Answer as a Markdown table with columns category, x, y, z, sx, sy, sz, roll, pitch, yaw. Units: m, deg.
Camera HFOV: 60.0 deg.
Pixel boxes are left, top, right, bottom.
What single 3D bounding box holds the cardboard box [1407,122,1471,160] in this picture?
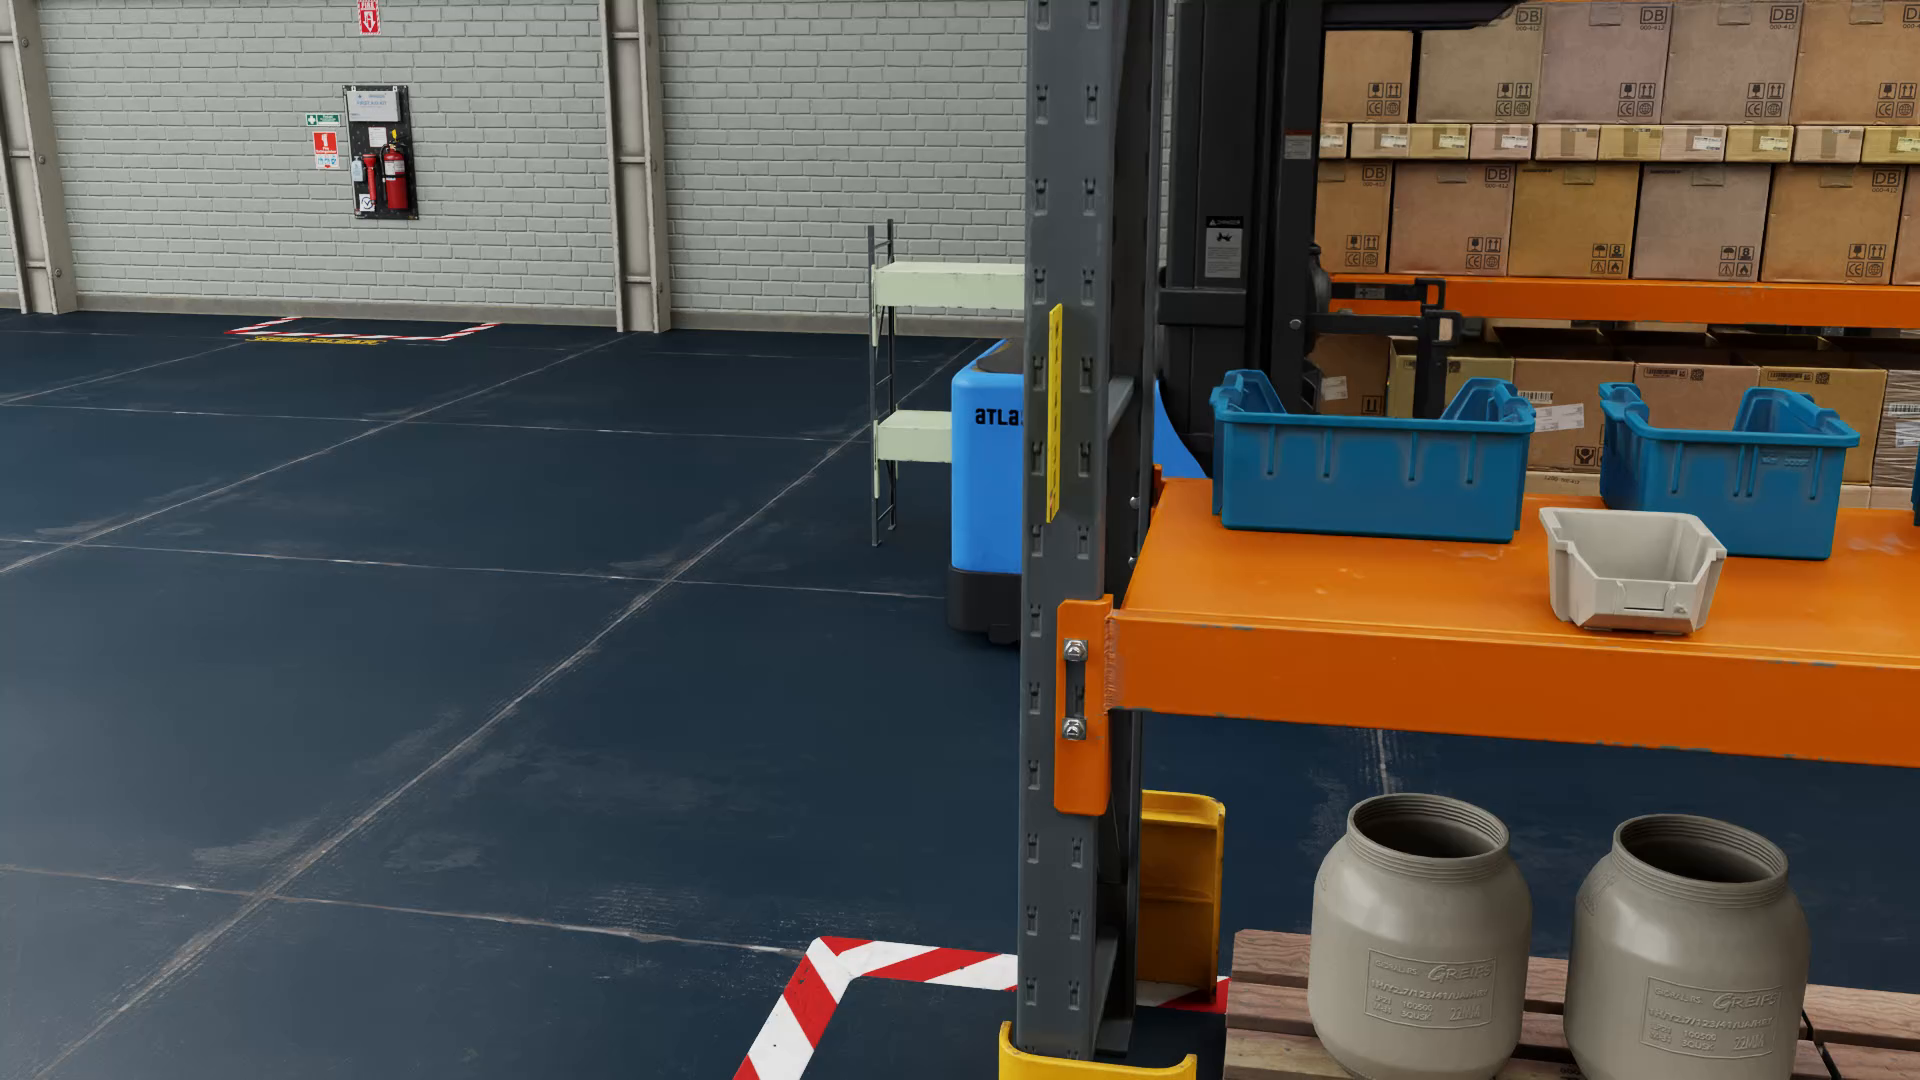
| category | x | y | z | sx | sy | sz | roll | pitch | yaw |
| --- | --- | --- | --- | --- | --- | --- | --- | --- | --- |
| cardboard box | 2.095 | -1.757 | 7.313 | 0.250 | 0.149 | 0.380 | 3 | 16 | 11 |

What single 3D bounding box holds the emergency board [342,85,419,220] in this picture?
| category | x | y | z | sx | sy | sz | roll | pitch | yaw |
| --- | --- | --- | --- | --- | --- | --- | --- | --- | --- |
| emergency board | -5.202 | -3.446 | 14.813 | 0.643 | 1.169 | 0.194 | 3 | 16 | 11 |

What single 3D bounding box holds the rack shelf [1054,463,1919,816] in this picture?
| category | x | y | z | sx | sy | sz | roll | pitch | yaw |
| --- | --- | --- | --- | --- | --- | --- | --- | --- | --- |
| rack shelf | 2.219 | 0.248 | 2.824 | 4.000 | 0.370 | 1.077 | 3 | 16 | 11 |

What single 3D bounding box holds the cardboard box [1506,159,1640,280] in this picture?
| category | x | y | z | sx | sy | sz | roll | pitch | yaw |
| --- | --- | --- | --- | --- | --- | --- | --- | --- | --- |
| cardboard box | 2.706 | -1.466 | 7.477 | 0.500 | 0.500 | 0.700 | 3 | 16 | 11 |

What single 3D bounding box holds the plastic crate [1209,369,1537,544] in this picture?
| category | x | y | z | sx | sy | sz | roll | pitch | yaw |
| --- | --- | --- | --- | --- | --- | --- | --- | --- | --- |
| plastic crate | 0.809 | -0.185 | 3.318 | 0.616 | 0.251 | 0.499 | 3 | 16 | 11 |

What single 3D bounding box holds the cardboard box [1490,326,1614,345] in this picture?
| category | x | y | z | sx | sy | sz | roll | pitch | yaw |
| --- | --- | --- | --- | --- | --- | --- | --- | --- | --- |
| cardboard box | 2.817 | -0.739 | 8.000 | 0.500 | 0.500 | 0.500 | 3 | 16 | 11 |

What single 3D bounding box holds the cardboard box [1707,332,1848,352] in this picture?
| category | x | y | z | sx | sy | sz | roll | pitch | yaw |
| --- | --- | --- | --- | --- | --- | --- | --- | --- | --- |
| cardboard box | 3.798 | -0.686 | 7.808 | 0.500 | 0.500 | 0.500 | 3 | 16 | 11 |

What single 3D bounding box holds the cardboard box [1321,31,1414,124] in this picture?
| category | x | y | z | sx | sy | sz | roll | pitch | yaw |
| --- | --- | --- | --- | --- | --- | --- | --- | --- | --- |
| cardboard box | 1.757 | -2.143 | 7.490 | 0.500 | 0.500 | 0.700 | 3 | 16 | 11 |

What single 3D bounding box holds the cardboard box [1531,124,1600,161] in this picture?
| category | x | y | z | sx | sy | sz | roll | pitch | yaw |
| --- | --- | --- | --- | --- | --- | --- | --- | --- | --- |
| cardboard box | 2.603 | -1.729 | 7.213 | 0.250 | 0.149 | 0.380 | 3 | 16 | 9 |

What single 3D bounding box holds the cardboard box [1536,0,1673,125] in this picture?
| category | x | y | z | sx | sy | sz | roll | pitch | yaw |
| --- | --- | --- | --- | --- | --- | --- | --- | --- | --- |
| cardboard box | 2.767 | -2.089 | 7.299 | 0.500 | 0.500 | 0.700 | 3 | 16 | 11 |

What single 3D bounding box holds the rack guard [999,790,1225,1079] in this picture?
| category | x | y | z | sx | sy | sz | roll | pitch | yaw |
| --- | --- | --- | --- | --- | --- | --- | --- | --- | --- |
| rack guard | 0.343 | 0.992 | 3.475 | 0.348 | 0.500 | 1.175 | 3 | 16 | 11 |

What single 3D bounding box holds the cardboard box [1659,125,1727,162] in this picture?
| category | x | y | z | sx | sy | sz | roll | pitch | yaw |
| --- | --- | --- | --- | --- | --- | --- | --- | --- | --- |
| cardboard box | 3.097 | -1.702 | 7.114 | 0.250 | 0.149 | 0.380 | 3 | 16 | 12 |

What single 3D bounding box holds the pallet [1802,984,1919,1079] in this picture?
| category | x | y | z | sx | sy | sz | roll | pitch | yaw |
| --- | --- | --- | --- | --- | --- | --- | --- | --- | --- |
| pallet | 2.330 | 1.241 | 3.116 | 1.213 | 0.211 | 1.003 | 3 | 16 | 11 |

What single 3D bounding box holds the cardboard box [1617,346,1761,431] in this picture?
| category | x | y | z | sx | sy | sz | roll | pitch | yaw |
| --- | --- | --- | --- | --- | --- | --- | --- | --- | --- |
| cardboard box | 3.200 | -0.572 | 7.396 | 0.500 | 0.500 | 0.500 | 3 | 16 | 11 |

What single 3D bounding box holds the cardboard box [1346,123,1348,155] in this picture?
| category | x | y | z | sx | sy | sz | roll | pitch | yaw |
| --- | --- | --- | --- | --- | --- | --- | --- | --- | --- |
| cardboard box | 1.919 | -1.877 | 7.746 | 0.250 | 0.149 | 0.380 | 4 | 16 | 12 |

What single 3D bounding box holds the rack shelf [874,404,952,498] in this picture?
| category | x | y | z | sx | sy | sz | roll | pitch | yaw |
| --- | --- | --- | --- | --- | --- | --- | --- | --- | --- |
| rack shelf | -0.007 | -0.409 | 7.880 | 0.720 | 0.370 | 0.431 | 3 | 16 | 11 |

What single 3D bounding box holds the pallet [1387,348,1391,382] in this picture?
| category | x | y | z | sx | sy | sz | roll | pitch | yaw |
| --- | --- | --- | --- | --- | --- | --- | --- | --- | --- |
| pallet | 3.097 | -1.396 | 12.636 | 1.213 | 0.211 | 1.003 | 3 | 16 | 11 |

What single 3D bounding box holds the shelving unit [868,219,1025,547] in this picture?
| category | x | y | z | sx | sy | sz | roll | pitch | yaw |
| --- | --- | --- | --- | --- | --- | --- | --- | --- | --- |
| shelving unit | -0.007 | -0.723 | 7.793 | 0.755 | 1.500 | 0.431 | 3 | 16 | 11 |

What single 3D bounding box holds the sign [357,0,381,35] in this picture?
| category | x | y | z | sx | sy | sz | roll | pitch | yaw |
| --- | --- | --- | --- | --- | --- | --- | --- | --- | --- |
| sign | -5.190 | -4.590 | 14.599 | 0.199 | 0.298 | 0.001 | 3 | 16 | 11 |

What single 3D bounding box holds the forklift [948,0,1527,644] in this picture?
| category | x | y | z | sx | sy | sz | roll | pitch | yaw |
| --- | --- | --- | --- | --- | --- | --- | --- | --- | --- |
| forklift | 1.526 | -1.042 | 6.264 | 3.031 | 2.935 | 1.130 | 3 | 16 | 12 |

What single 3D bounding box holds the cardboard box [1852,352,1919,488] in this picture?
| category | x | y | z | sx | sy | sz | roll | pitch | yaw |
| --- | --- | --- | --- | --- | --- | --- | --- | --- | --- |
| cardboard box | 4.184 | -0.523 | 7.221 | 0.500 | 0.500 | 0.500 | 3 | 16 | 11 |

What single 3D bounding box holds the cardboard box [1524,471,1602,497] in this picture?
| category | x | y | z | sx | sy | sz | roll | pitch | yaw |
| --- | --- | --- | --- | --- | --- | --- | --- | --- | --- |
| cardboard box | 2.712 | -0.238 | 7.598 | 0.500 | 0.250 | 0.500 | 3 | 16 | 11 |

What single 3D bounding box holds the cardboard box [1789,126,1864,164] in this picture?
| category | x | y | z | sx | sy | sz | roll | pitch | yaw |
| --- | --- | --- | --- | --- | --- | --- | --- | --- | --- |
| cardboard box | 3.616 | -1.675 | 7.016 | 0.250 | 0.149 | 0.380 | 4 | 16 | 13 |

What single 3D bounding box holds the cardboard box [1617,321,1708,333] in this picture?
| category | x | y | z | sx | sy | sz | roll | pitch | yaw |
| --- | --- | --- | --- | --- | --- | --- | --- | --- | --- |
| cardboard box | 5.128 | -1.636 | 12.136 | 0.500 | 0.500 | 0.500 | 2 | 16 | 7 |

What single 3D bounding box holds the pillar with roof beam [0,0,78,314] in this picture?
| category | x | y | z | sx | sy | sz | roll | pitch | yaw |
| --- | --- | --- | --- | --- | --- | --- | --- | --- | --- |
| pillar with roof beam | -9.526 | -5.389 | 10.588 | 0.400 | 9.000 | 9.100 | 3 | 16 | 11 |

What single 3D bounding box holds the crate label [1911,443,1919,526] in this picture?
| category | x | y | z | sx | sy | sz | roll | pitch | yaw |
| --- | --- | --- | --- | --- | --- | --- | --- | --- | --- |
| crate label | 2.117 | -0.195 | 3.009 | 0.616 | 0.435 | 0.502 | 3 | 16 | 11 |

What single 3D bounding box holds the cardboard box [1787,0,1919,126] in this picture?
| category | x | y | z | sx | sy | sz | roll | pitch | yaw |
| --- | --- | --- | --- | --- | --- | --- | --- | --- | --- |
| cardboard box | 3.747 | -2.036 | 7.106 | 0.500 | 0.500 | 0.700 | 3 | 16 | 11 |

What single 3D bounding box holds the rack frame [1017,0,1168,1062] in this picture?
| category | x | y | z | sx | sy | sz | roll | pitch | yaw |
| --- | --- | --- | --- | --- | --- | --- | --- | --- | --- |
| rack frame | 0.259 | -0.205 | 3.112 | 0.127 | 3.000 | 1.000 | 3 | 16 | 11 |

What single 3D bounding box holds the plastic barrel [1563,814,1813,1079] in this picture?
| category | x | y | z | sx | sy | sz | roll | pitch | yaw |
| --- | --- | --- | --- | --- | --- | --- | --- | --- | --- |
| plastic barrel | 1.410 | 0.834 | 3.237 | 0.421 | 0.512 | 0.421 | 0 | 15 | 0 |

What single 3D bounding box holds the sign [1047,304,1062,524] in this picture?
| category | x | y | z | sx | sy | sz | roll | pitch | yaw |
| --- | --- | --- | --- | --- | --- | --- | --- | --- | --- |
| sign | 0.145 | -0.194 | 2.556 | 0.005 | 0.325 | 0.100 | 3 | 16 | 11 |

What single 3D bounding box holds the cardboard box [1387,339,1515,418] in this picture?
| category | x | y | z | sx | sy | sz | roll | pitch | yaw |
| --- | --- | --- | --- | --- | --- | --- | --- | --- | --- |
| cardboard box | 2.221 | -0.626 | 7.592 | 0.500 | 0.500 | 0.500 | 3 | 16 | 11 |

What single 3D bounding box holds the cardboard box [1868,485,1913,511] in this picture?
| category | x | y | z | sx | sy | sz | roll | pitch | yaw |
| --- | --- | --- | --- | --- | --- | --- | --- | --- | --- |
| cardboard box | 4.184 | -0.161 | 7.320 | 0.500 | 0.250 | 0.500 | 3 | 16 | 11 |

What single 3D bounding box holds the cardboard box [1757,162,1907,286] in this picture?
| category | x | y | z | sx | sy | sz | roll | pitch | yaw |
| --- | --- | --- | --- | --- | --- | --- | --- | --- | --- |
| cardboard box | 3.724 | -1.412 | 7.282 | 0.500 | 0.500 | 0.700 | 3 | 16 | 12 |

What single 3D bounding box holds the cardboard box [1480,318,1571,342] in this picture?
| category | x | y | z | sx | sy | sz | roll | pitch | yaw |
| --- | --- | --- | --- | --- | --- | --- | --- | --- | --- |
| cardboard box | 4.161 | -1.661 | 12.227 | 0.500 | 0.500 | 0.700 | 2 | 16 | 8 |

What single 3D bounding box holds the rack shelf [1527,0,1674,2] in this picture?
| category | x | y | z | sx | sy | sz | roll | pitch | yaw |
| --- | --- | --- | --- | --- | --- | --- | --- | --- | --- |
| rack shelf | 4.193 | -3.789 | 11.779 | 4.000 | 0.370 | 1.077 | 3 | 16 | 11 |

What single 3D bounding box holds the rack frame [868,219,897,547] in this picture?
| category | x | y | z | sx | sy | sz | roll | pitch | yaw |
| --- | --- | --- | --- | --- | --- | --- | --- | --- | --- |
| rack frame | -0.365 | -0.743 | 7.863 | 0.023 | 1.500 | 0.400 | 3 | 16 | 11 |

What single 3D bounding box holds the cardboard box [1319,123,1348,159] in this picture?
| category | x | y | z | sx | sy | sz | roll | pitch | yaw |
| --- | --- | --- | --- | --- | --- | --- | --- | --- | --- |
| cardboard box | 1.591 | -1.784 | 7.410 | 0.250 | 0.149 | 0.380 | 3 | 16 | 11 |

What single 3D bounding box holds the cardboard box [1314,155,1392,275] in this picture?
| category | x | y | z | sx | sy | sz | roll | pitch | yaw |
| --- | --- | --- | --- | --- | --- | --- | --- | --- | --- |
| cardboard box | 1.705 | -1.520 | 7.674 | 0.500 | 0.500 | 0.700 | 3 | 16 | 11 |
